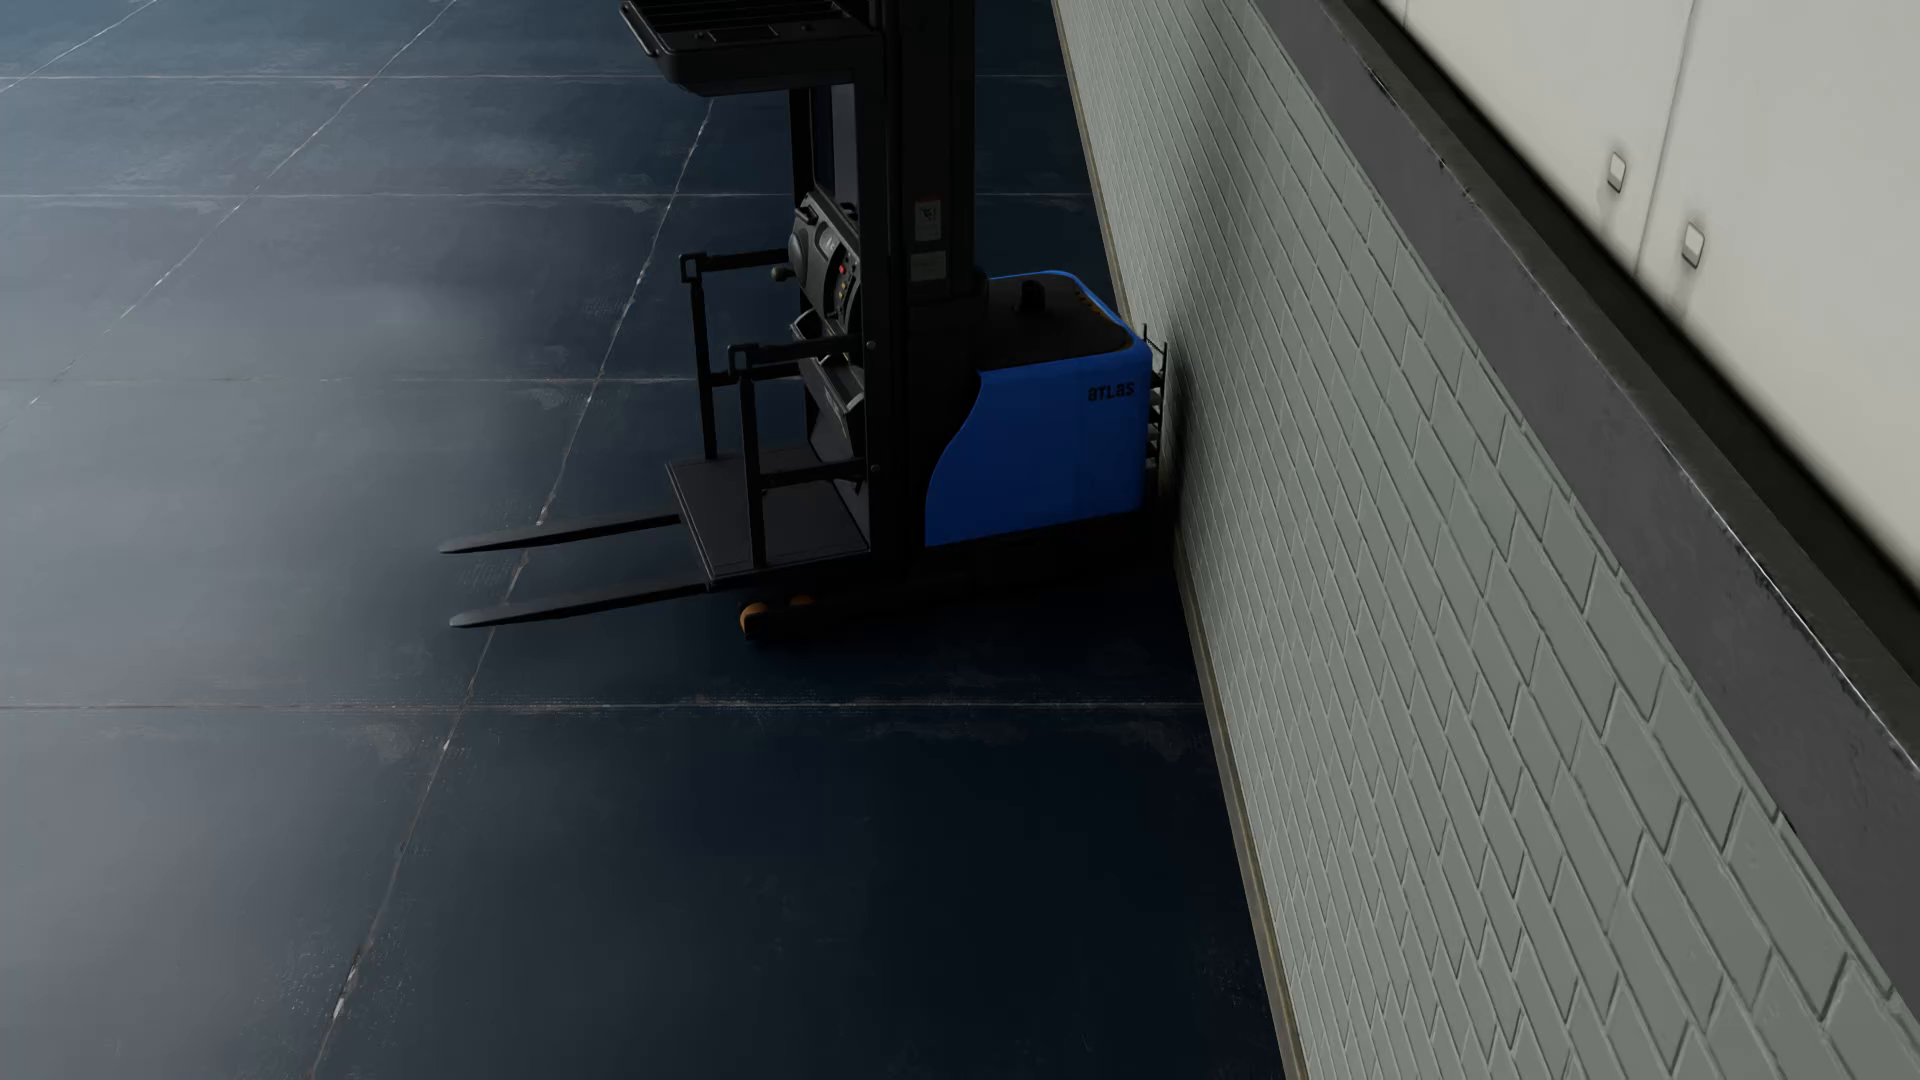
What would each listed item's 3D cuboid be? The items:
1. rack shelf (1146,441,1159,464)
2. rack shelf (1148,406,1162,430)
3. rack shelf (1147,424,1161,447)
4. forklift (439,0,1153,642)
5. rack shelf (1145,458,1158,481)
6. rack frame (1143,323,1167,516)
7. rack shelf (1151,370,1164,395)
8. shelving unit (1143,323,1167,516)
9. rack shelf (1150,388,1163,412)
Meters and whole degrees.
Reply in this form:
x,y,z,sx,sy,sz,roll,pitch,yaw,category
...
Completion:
x,y,z,sx,sy,sz,roll,pitch,yaw,category
0.794,-0.434,7.835,0.200,0.077,0.258,-10,33,-16,rack shelf
0.794,-0.587,7.741,0.200,0.077,0.258,-10,33,-16,rack shelf
0.794,-0.510,7.788,0.200,0.077,0.258,-10,33,-16,rack shelf
-0.741,-1.129,6.785,3.031,2.935,1.130,-10,33,-16,forklift
0.794,-0.357,7.881,0.200,0.077,0.258,-10,33,-16,rack shelf
0.890,-0.556,7.799,0.006,0.900,0.240,-10,33,-16,rack frame
0.794,-0.741,7.648,0.200,0.077,0.258,-10,33,-16,rack shelf
0.794,-0.539,7.771,0.210,0.900,0.258,-10,33,-16,shelving unit
0.794,-0.664,7.695,0.200,0.077,0.258,-10,33,-16,rack shelf
